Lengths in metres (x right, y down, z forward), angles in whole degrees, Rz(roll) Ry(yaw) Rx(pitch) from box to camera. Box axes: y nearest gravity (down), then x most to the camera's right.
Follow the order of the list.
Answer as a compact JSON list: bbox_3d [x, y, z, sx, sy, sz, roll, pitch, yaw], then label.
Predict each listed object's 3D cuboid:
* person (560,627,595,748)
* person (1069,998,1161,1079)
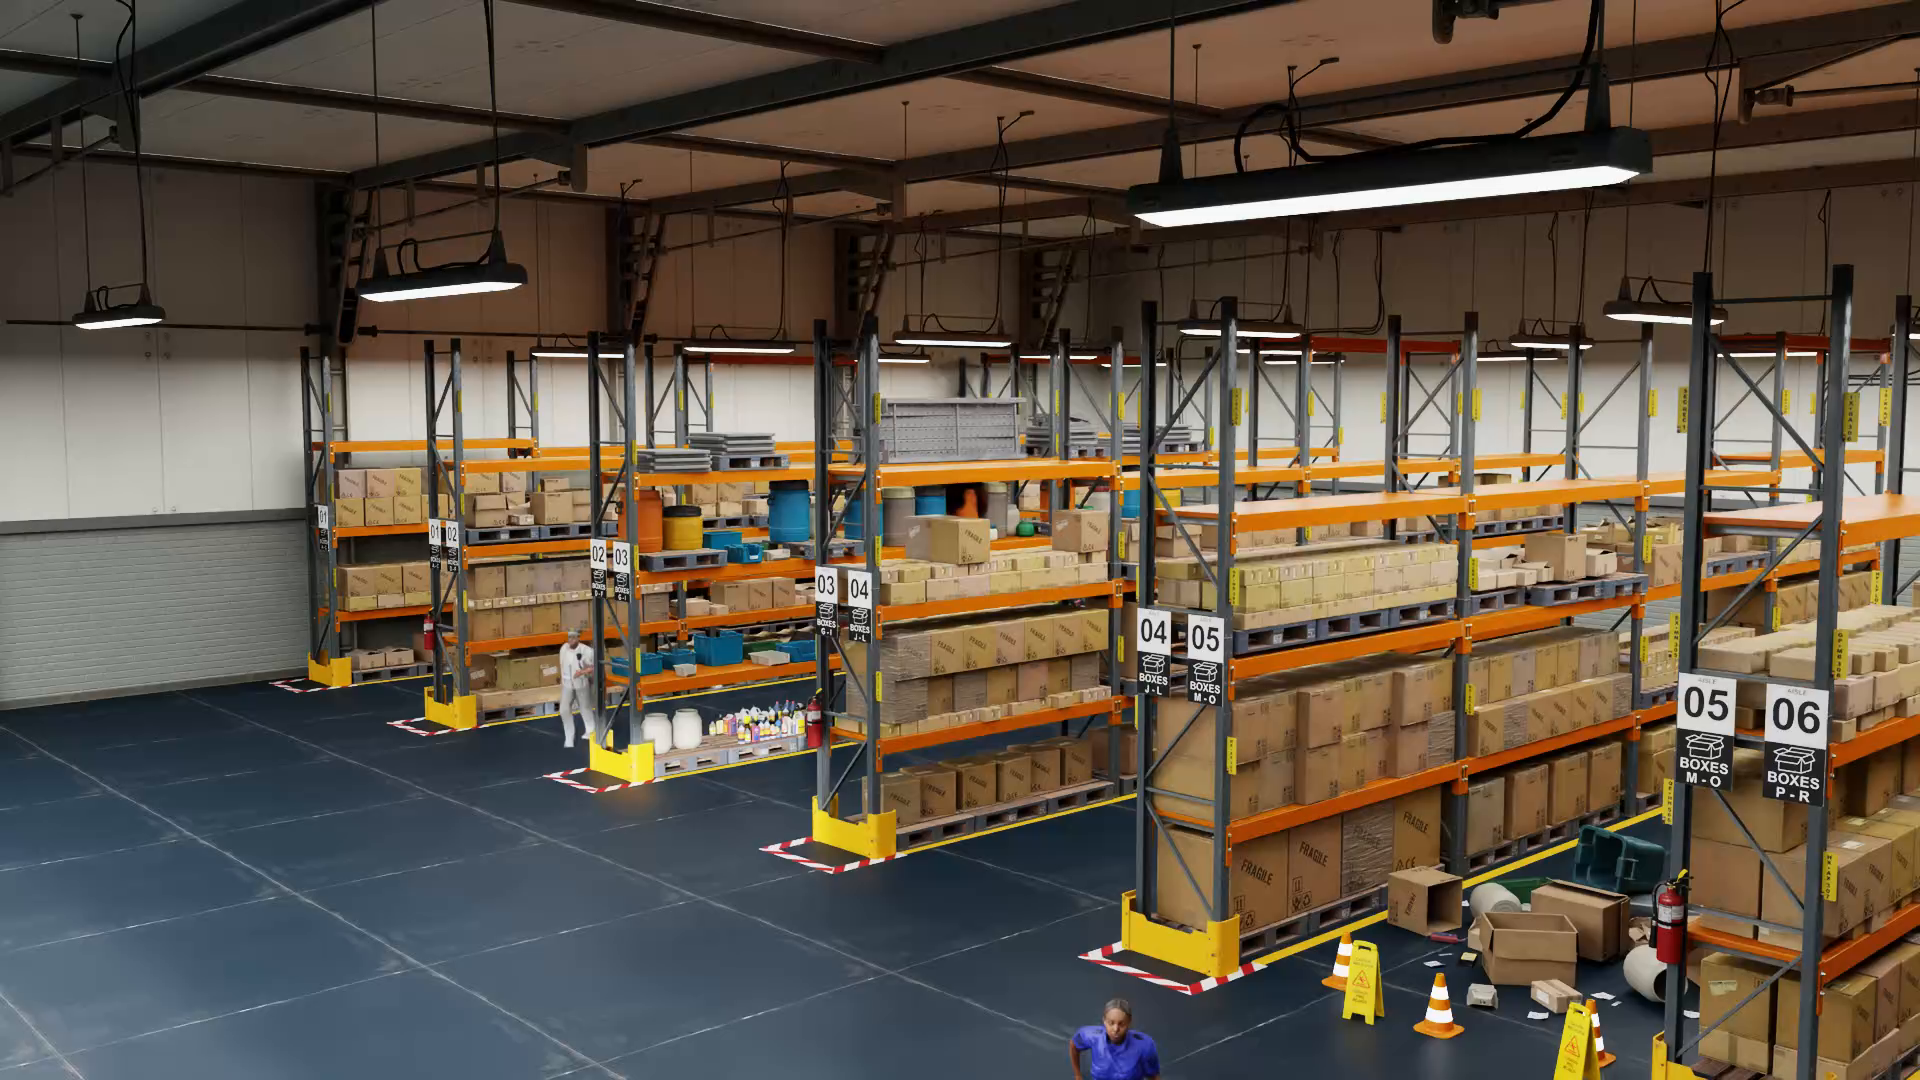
[{"bbox_3d":[-5.633,2.167,24.462,0.591,1.835,0.888,0,5,4],"label":"person"},{"bbox_3d":[0.935,3.507,10.082,0.562,1.582,0.676,0,5,5],"label":"person"}]
